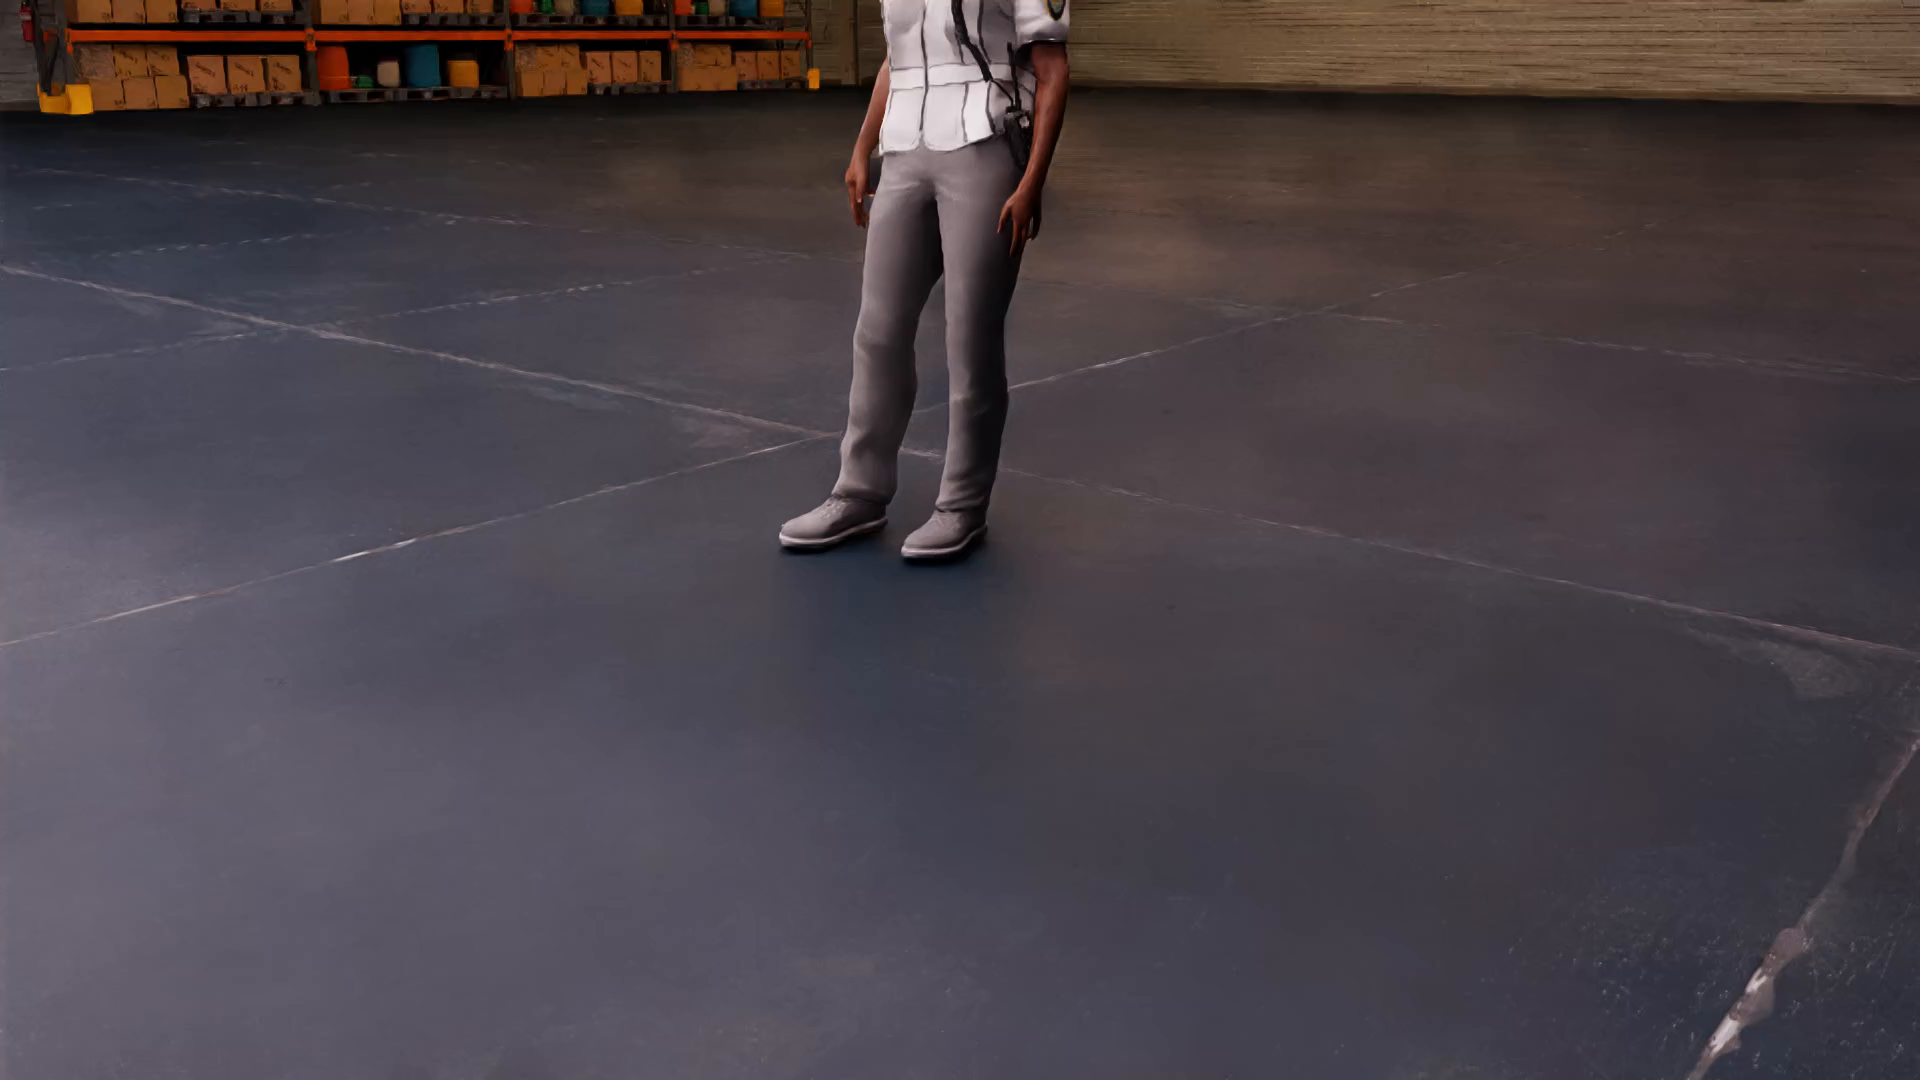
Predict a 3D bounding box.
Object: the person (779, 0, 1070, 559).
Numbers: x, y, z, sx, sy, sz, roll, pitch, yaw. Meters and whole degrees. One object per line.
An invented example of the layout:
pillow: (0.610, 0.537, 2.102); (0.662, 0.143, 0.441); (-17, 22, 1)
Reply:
person: (-0.063, -0.804, 3.650); (0.570, 1.693, 0.529); (13, 21, 37)
